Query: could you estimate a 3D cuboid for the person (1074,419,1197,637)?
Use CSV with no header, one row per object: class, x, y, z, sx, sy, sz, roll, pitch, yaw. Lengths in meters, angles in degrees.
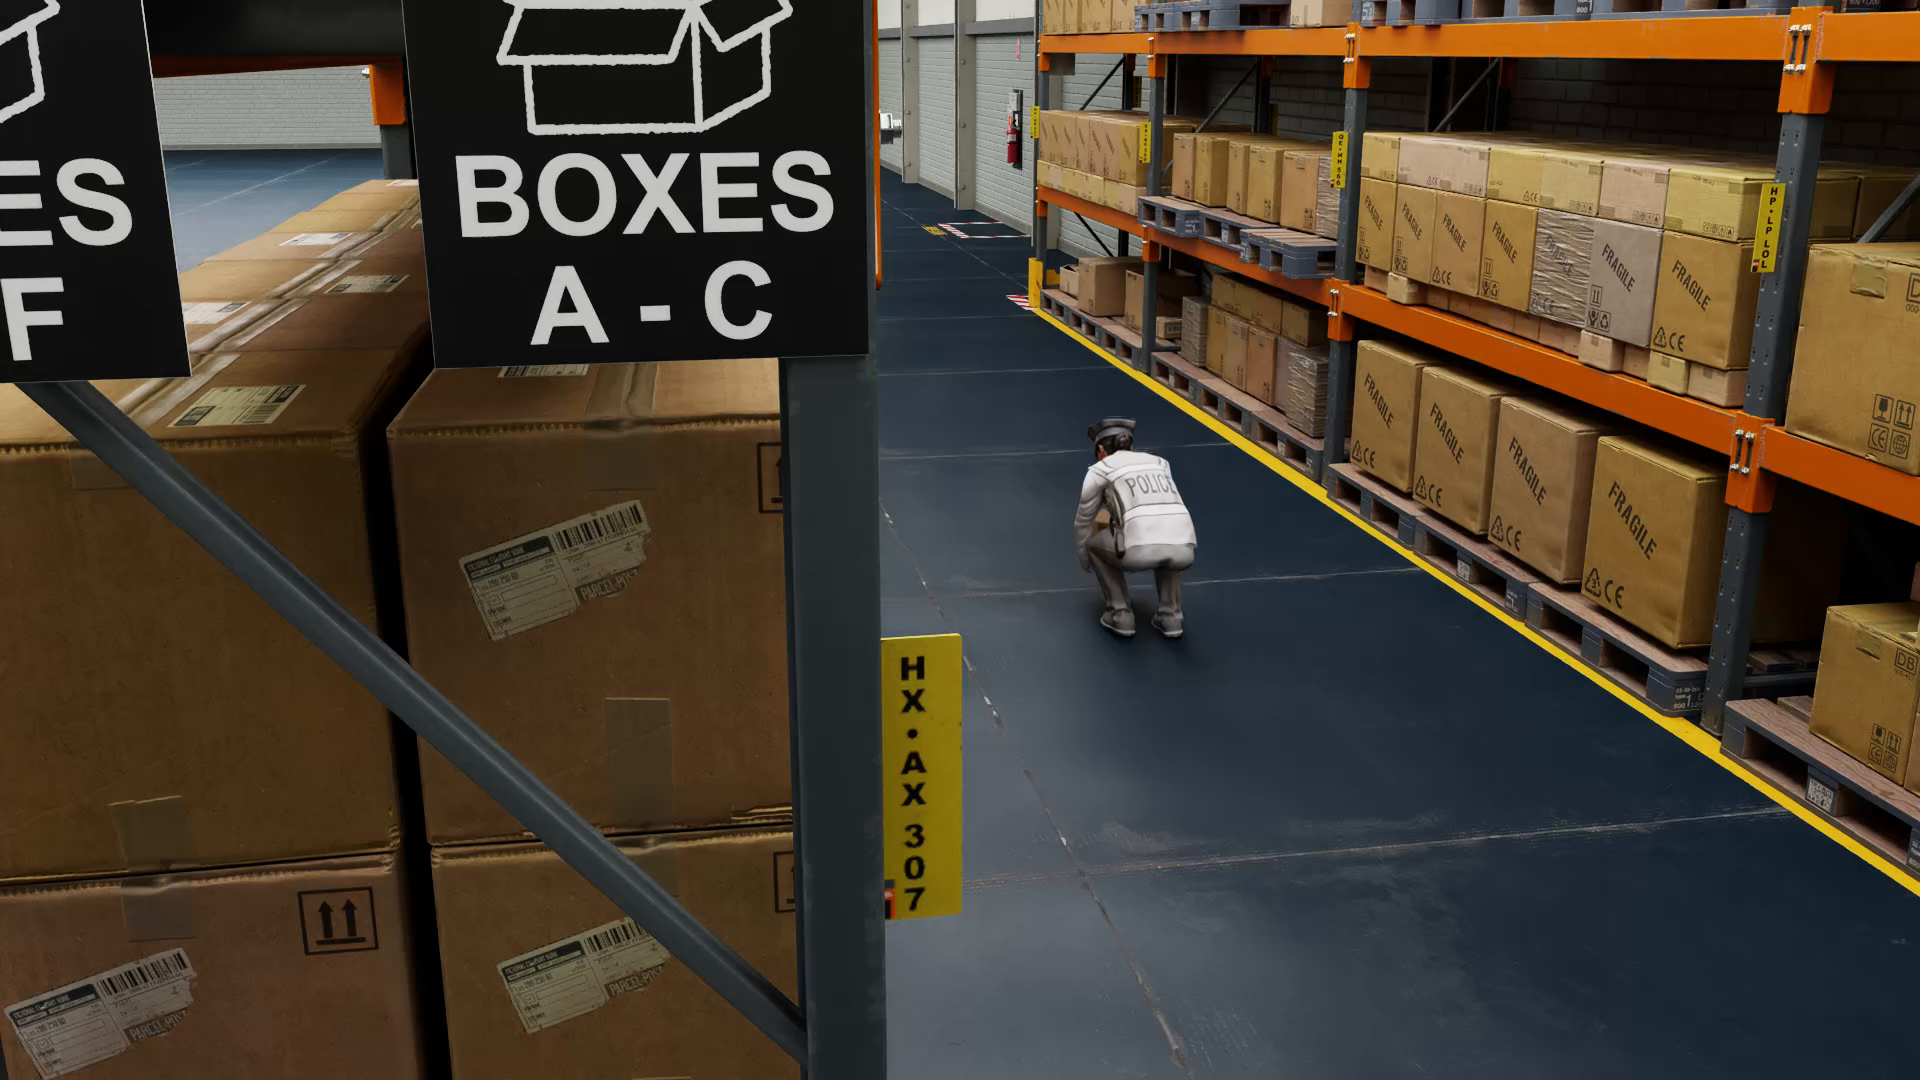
person,0.829,-0.057,7.943,0.494,0.983,0.816,-3,17,-11
